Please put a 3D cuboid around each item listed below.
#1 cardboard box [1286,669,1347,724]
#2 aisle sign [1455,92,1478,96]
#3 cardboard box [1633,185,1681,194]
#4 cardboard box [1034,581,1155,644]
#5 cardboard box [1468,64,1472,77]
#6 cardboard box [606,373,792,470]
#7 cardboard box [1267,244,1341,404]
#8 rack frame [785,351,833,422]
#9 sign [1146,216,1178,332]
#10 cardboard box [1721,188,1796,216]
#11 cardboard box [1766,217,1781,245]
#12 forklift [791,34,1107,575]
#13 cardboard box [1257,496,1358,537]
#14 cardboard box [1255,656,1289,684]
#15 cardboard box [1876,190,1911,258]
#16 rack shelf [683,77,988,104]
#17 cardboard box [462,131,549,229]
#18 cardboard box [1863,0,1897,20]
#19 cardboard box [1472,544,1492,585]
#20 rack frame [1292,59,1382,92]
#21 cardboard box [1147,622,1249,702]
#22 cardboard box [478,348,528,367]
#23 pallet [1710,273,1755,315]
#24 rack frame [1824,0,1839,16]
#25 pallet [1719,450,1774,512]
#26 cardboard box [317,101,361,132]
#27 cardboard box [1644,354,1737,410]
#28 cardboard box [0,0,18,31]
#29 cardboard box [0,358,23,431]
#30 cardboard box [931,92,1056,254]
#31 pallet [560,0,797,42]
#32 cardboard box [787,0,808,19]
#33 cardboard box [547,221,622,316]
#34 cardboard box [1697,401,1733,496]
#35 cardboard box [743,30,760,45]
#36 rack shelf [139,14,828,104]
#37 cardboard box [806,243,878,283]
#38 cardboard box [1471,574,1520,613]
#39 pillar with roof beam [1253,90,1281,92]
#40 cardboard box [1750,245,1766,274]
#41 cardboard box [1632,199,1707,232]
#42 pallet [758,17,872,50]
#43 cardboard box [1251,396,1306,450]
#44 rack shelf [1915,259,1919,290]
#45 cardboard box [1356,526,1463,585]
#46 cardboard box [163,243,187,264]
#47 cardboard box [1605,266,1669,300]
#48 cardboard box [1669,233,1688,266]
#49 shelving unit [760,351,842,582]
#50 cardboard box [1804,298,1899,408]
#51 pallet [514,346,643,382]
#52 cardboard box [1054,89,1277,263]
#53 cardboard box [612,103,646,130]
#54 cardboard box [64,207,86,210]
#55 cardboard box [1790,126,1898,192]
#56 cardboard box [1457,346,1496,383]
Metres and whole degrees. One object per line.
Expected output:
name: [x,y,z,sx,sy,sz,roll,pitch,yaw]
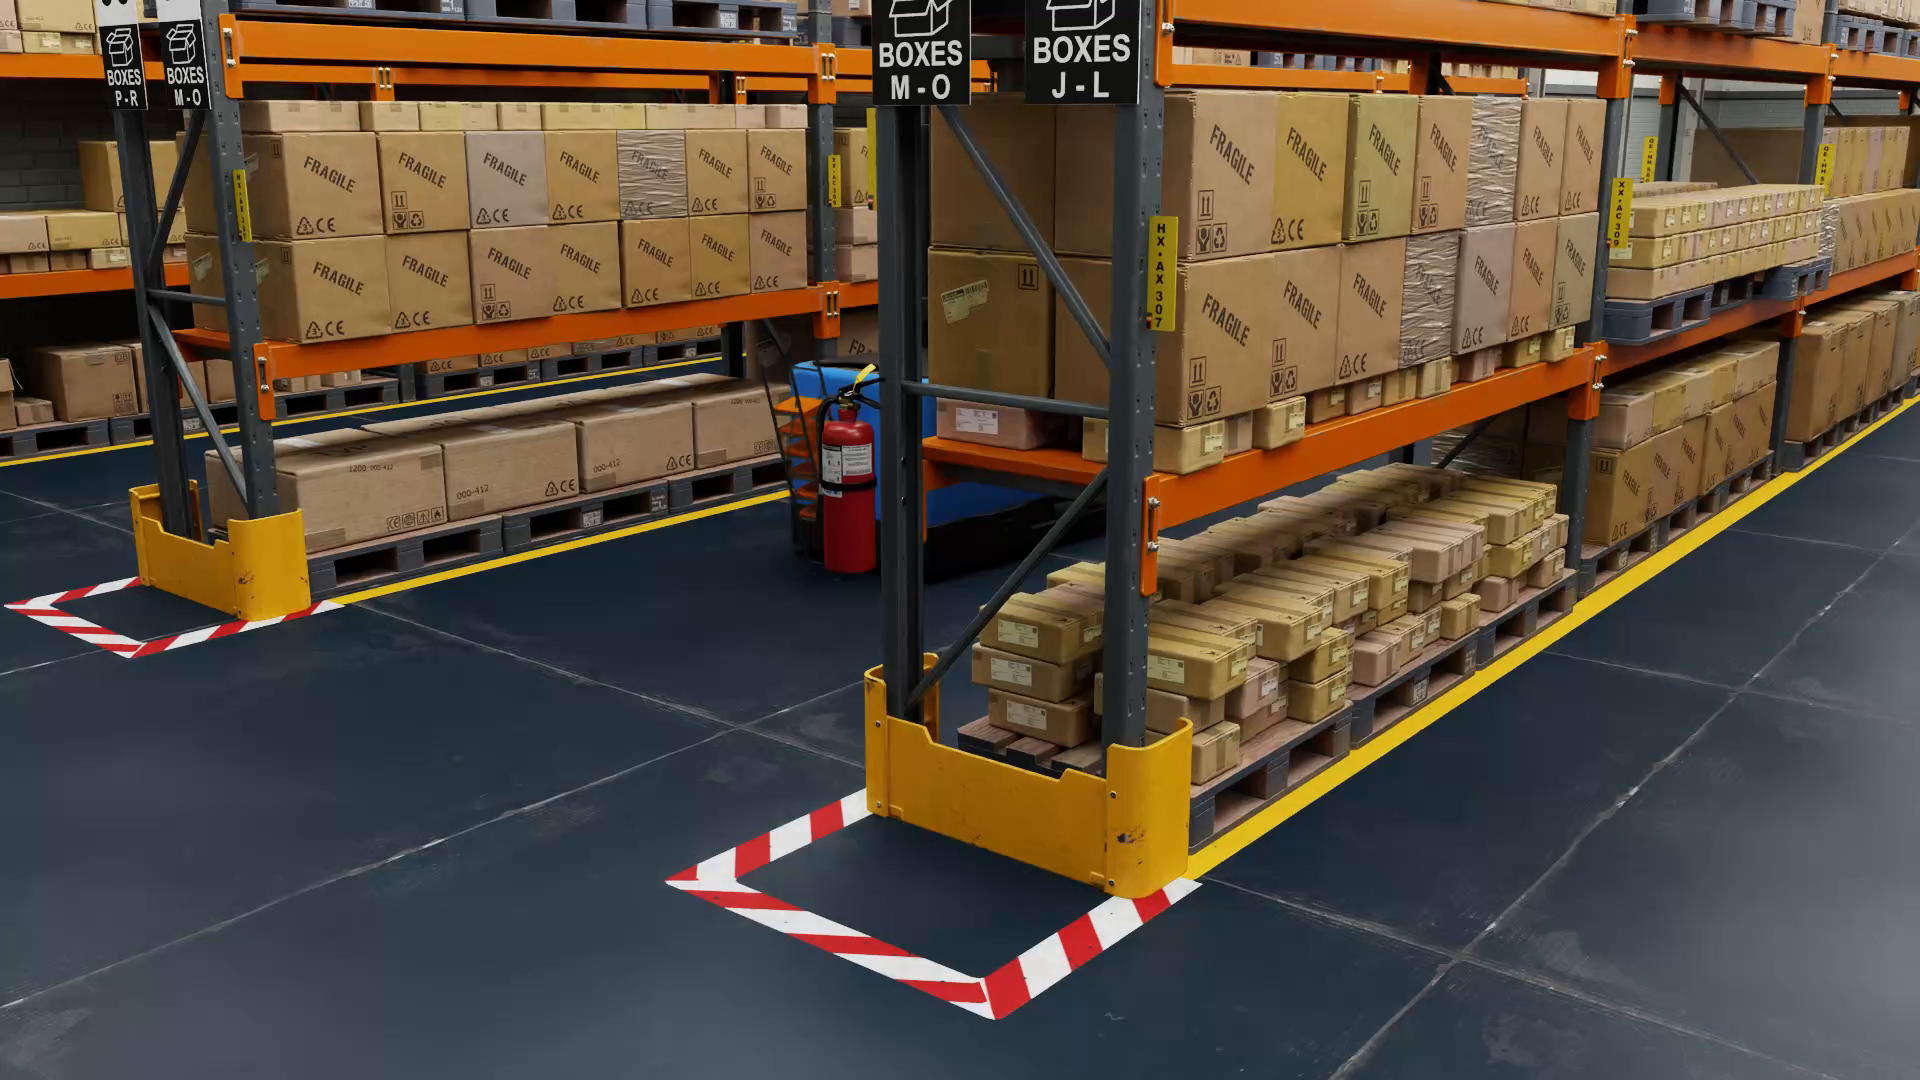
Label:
cardboard box: [1.233,0.552,6.294,0.380,0.149,0.250,12,18,38]
aisle sign: [6.098,-5.562,20.147,0.394,0.787,0.004,11,18,38]
cardboard box: [4.253,-2.127,10.351,0.380,0.149,0.250,10,18,35]
cardboard box: [0.495,0.278,6.165,0.380,0.149,0.250,12,18,39]
cardboard box: [5.466,-5.222,18.505,0.380,0.149,0.250,11,18,36]
cardboard box: [-1.721,-0.803,11.041,0.875,0.438,0.875,11,18,37]
cardboard box: [0.971,-0.774,5.771,0.500,0.500,0.500,11,18,38]
rack frame: [-0.700,-0.413,8.693,0.240,1.200,0.006,12,34,40]
sign: [0.579,-0.767,4.794,0.100,0.325,0.005,11,18,38]
cardboard box: [4.745,-2.020,9.930,0.380,0.149,0.250,12,19,39]
cardboard box: [4.583,-1.827,9.778,0.380,0.149,0.250,11,18,37]
forklift: [0.410,-1.536,9.716,1.130,2.935,3.031,12,19,40]
cardboard box: [1.584,-0.085,7.594,0.380,0.149,0.250,12,18,39]
cardboard box: [0.987,0.437,6.142,0.380,0.149,0.250,12,18,38]
cardboard box: [7.262,-2.540,13.328,0.500,0.500,0.500,11,18,37]
rack shelf: [-1.334,-4.966,18.448,1.077,0.370,4.000,11,18,38]
cardboard box: [-2.596,-1.959,9.009,0.500,0.500,0.500,11,18,37]
cardboard box: [6.449,-3.925,12.016,0.500,0.311,0.500,11,18,37]
cardboard box: [2.172,0.086,7.524,0.380,0.149,0.250,11,18,38]
rack frame: [3.786,-3.477,17.216,1.000,3.000,0.127,11,18,38]
cardboard box: [0.751,0.410,5.645,0.380,0.149,0.250,10,17,35]
cardboard box: [-4.299,-1.865,15.097,0.500,0.500,0.500,11,18,37]
pallet: [3.973,-1.485,9.768,1.003,0.211,1.213,11,18,38]
rack frame: [5.185,-4.872,10.523,1.000,3.000,0.127,11,18,38]
pallet: [4.693,-0.463,11.017,1.003,0.211,1.213,11,18,38]
cardboard box: [-3.209,-2.112,8.294,0.380,0.149,0.250,12,18,39]
cardboard box: [4.319,-0.955,9.989,0.500,0.250,0.500,12,18,39]
cardboard box: [-6.825,-3.614,11.367,0.500,0.250,0.500,12,18,39]
cardboard box: [-7.161,-1.042,11.850,0.797,0.503,0.637,10,18,35]
cardboard box: [0.251,-1.235,5.555,0.500,0.500,0.500,11,18,36]
pallet: [-1.765,-3.200,10.216,1.003,0.211,1.213,11,18,38]
cardboard box: [-0.852,-3.760,11.567,0.500,0.311,0.500,11,18,38]
cardboard box: [-2.300,-1.569,9.503,0.500,0.500,0.500,12,19,39]
cardboard box: [4.326,-0.587,10.065,0.500,0.500,0.500,10,18,35]
cardboard box: [-2.136,-5.090,16.895,0.380,0.166,0.250,11,18,37]
rack shelf: [-2.499,-2.667,9.397,1.077,0.370,4.000,11,18,38]
cardboard box: [-0.761,-1.915,11.375,0.500,0.250,0.500,11,18,36]
cardboard box: [2.346,0.206,7.659,0.380,0.149,0.250,11,18,36]
pillar with roof beam: [8.417,-8.407,24.439,9.100,9.000,0.400,11,18,38]
cardboard box: [4.423,-1.635,9.625,0.380,0.149,0.250,12,19,39]
cardboard box: [3.610,-1.675,8.574,0.380,0.149,0.250,11,18,38]
pallet: [-0.705,-3.489,11.561,0.805,0.209,1.217,10,18,35]
cardboard box: [0.954,-0.420,5.693,0.380,0.149,0.250,11,18,36]
rack shelf: [8.956,-2.764,15.873,1.077,0.370,4.000,11,18,38]
cardboard box: [1.887,0.062,7.017,0.380,0.149,0.250,10,18,36]
cardboard box: [-6.093,-2.197,12.690,0.380,0.149,0.250,11,18,37]
cardboard box: [3.277,-1.284,8.242,0.380,0.149,0.250,10,17,35]
cardboard box: [3.438,-1.478,8.402,0.380,0.149,0.250,11,18,36]
shelving unit: [-0.759,-0.373,8.635,0.258,1.200,0.189,12,34,40]
cardboard box: [6.770,-1.526,13.255,1.050,0.750,0.750,11,18,38]
pallet: [-3.857,-1.757,16.109,1.003,0.211,1.213,11,18,38]
cardboard box: [0.646,-1.154,5.235,0.500,0.500,0.500,11,18,37]
cardboard box: [-2.041,-2.449,9.619,0.380,0.149,0.250,11,18,36]
cardboard box: [-6.568,-2.439,12.833,0.500,0.250,0.500,11,18,37]
cardboard box: [7.070,-3.068,13.375,0.700,0.500,0.500,11,18,37]
cardboard box: [2.054,-0.775,7.091,0.380,0.149,0.250,10,18,35]
